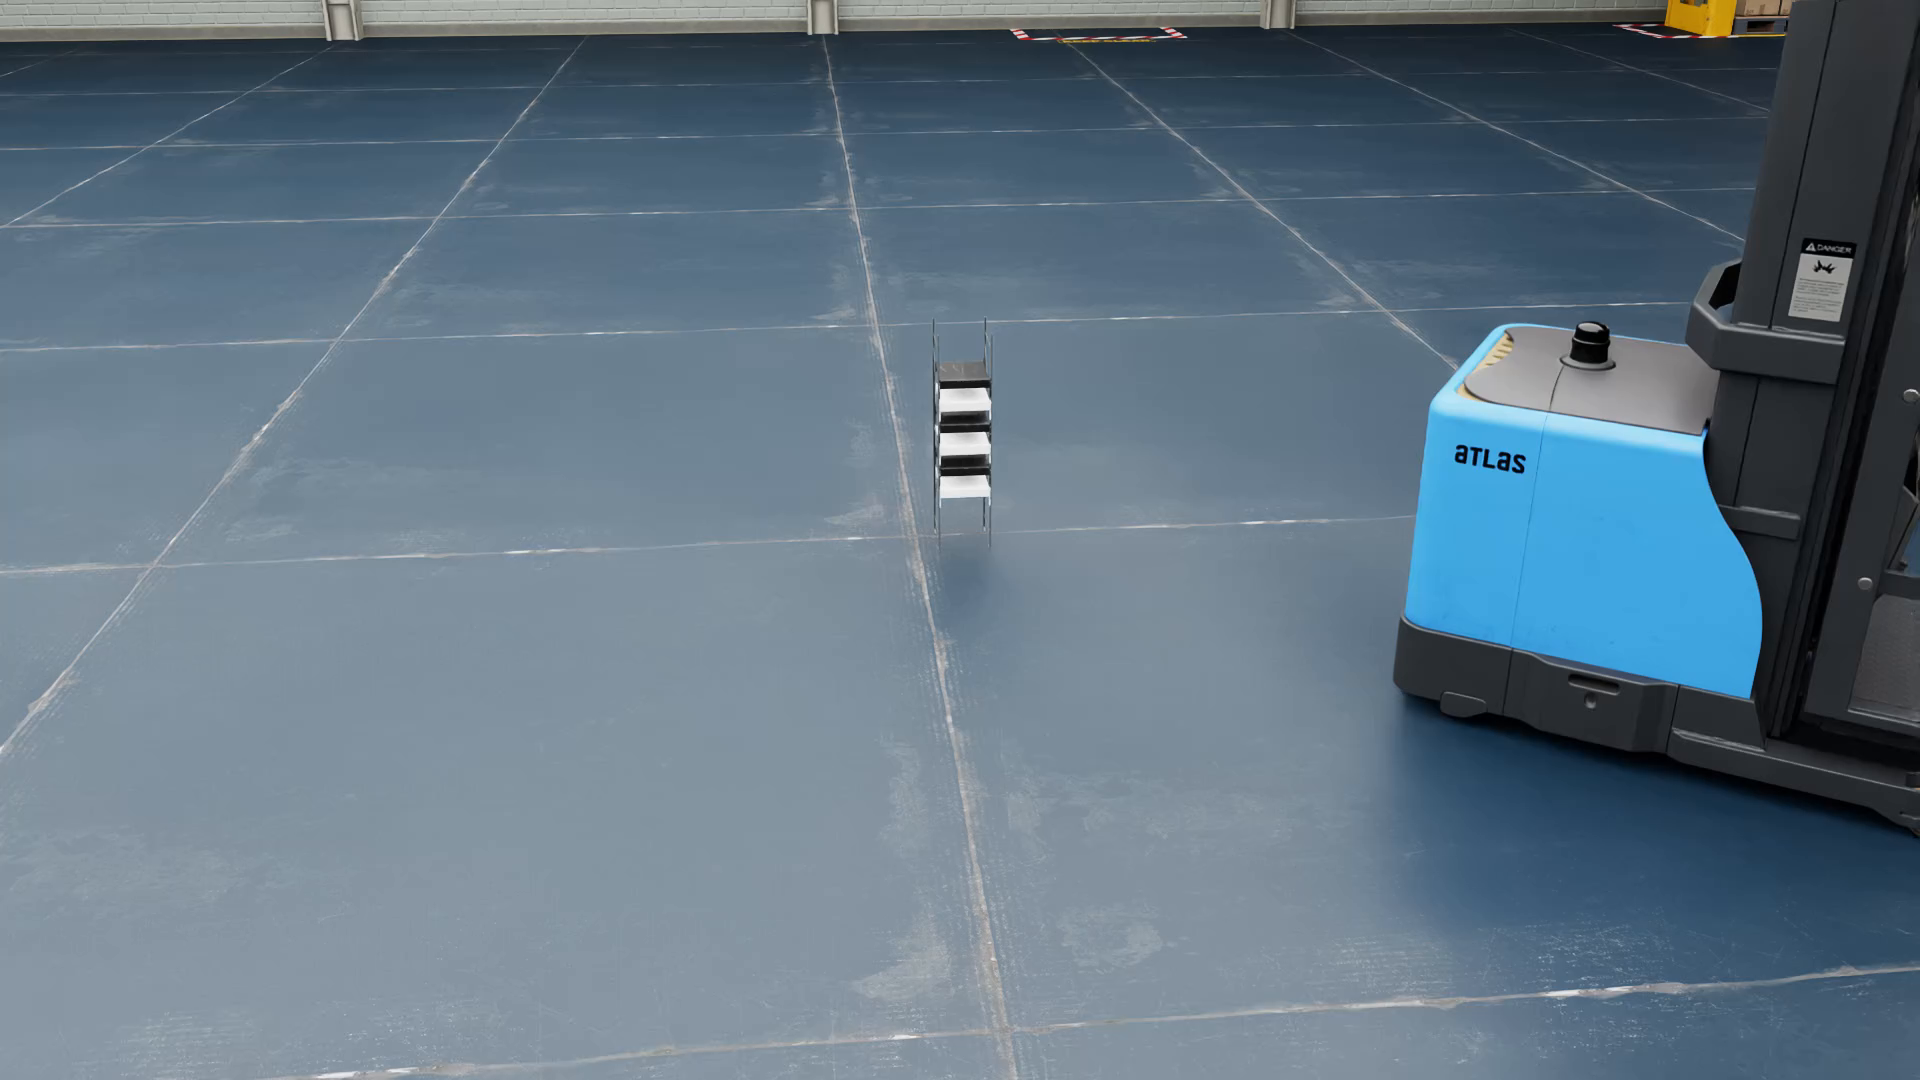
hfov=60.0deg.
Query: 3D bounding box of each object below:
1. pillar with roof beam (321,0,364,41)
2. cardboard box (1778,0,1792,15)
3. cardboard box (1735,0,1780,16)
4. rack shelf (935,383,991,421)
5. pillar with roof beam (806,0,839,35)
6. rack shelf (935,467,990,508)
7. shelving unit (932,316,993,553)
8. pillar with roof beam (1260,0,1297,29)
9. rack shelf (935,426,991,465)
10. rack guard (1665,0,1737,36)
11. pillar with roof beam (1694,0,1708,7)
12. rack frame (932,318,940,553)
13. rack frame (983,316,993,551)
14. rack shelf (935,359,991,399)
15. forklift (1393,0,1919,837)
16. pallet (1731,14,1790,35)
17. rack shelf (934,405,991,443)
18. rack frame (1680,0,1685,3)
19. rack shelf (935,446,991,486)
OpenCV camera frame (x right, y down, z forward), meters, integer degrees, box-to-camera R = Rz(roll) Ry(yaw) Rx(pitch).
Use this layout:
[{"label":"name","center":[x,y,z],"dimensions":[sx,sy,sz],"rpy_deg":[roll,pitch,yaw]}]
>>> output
[{"label":"pillar with roof beam","center":[-7.320,-8.691,15.224],"dimensions":[0.400,9.000,9.100],"rpy_deg":[-2,24,-5]},{"label":"cardboard box","center":[10.823,-7.017,21.613],"dimensions":[0.500,0.311,0.500],"rpy_deg":[0,24,-1]},{"label":"cardboard box","center":[10.256,-6.994,21.562],"dimensions":[0.500,0.311,0.500],"rpy_deg":[-5,24,-11]},{"label":"rack shelf","center":[0.008,-0.546,6.508],"dimensions":[0.200,0.077,0.258],"rpy_deg":[-2,24,-5]},{"label":"pillar with roof beam","center":[-1.349,-8.930,15.763],"dimensions":[0.400,9.000,9.100],"rpy_deg":[-2,24,-5]},{"label":"rack shelf","center":[0.008,-0.217,6.655],"dimensions":[0.200,0.077,0.258],"rpy_deg":[-2,24,-5]},{"label":"shelving unit","center":[0.008,-0.412,6.568],"dimensions":[0.210,0.900,0.258],"rpy_deg":[-2,24,-5]},{"label":"pillar with roof beam","center":[4.622,-9.170,16.302],"dimensions":[0.400,9.000,9.100],"rpy_deg":[-2,24,-5]},{"label":"rack shelf","center":[0.008,-0.381,6.581],"dimensions":[0.200,0.077,0.258],"rpy_deg":[-2,24,-5]},{"label":"rack guard","center":[9.634,-6.891,21.639],"dimensions":[0.348,0.500,1.175],"rpy_deg":[-2,24,-5]},{"label":"pillar with roof beam","center":[10.593,-9.410,16.841],"dimensions":[0.400,9.000,9.100],"rpy_deg":[-2,24,-5]},{"label":"rack frame","center":[-0.093,-0.407,6.559],"dimensions":[0.006,0.900,0.240],"rpy_deg":[-2,24,-5]},{"label":"rack frame","center":[0.109,-0.416,6.577],"dimensions":[0.006,0.900,0.240],"rpy_deg":[-2,24,-5]},{"label":"rack shelf","center":[0.008,-0.628,6.472],"dimensions":[0.200,0.077,0.258],"rpy_deg":[-2,24,-5]},{"label":"forklift","center":[2.979,-0.676,4.663],"dimensions":[3.031,2.935,1.130],"rpy_deg":[13,27,26]},{"label":"pallet","center":[10.446,-6.778,21.738],"dimensions":[1.213,0.211,1.003],"rpy_deg":[-2,24,-5]},{"label":"rack shelf","center":[0.008,-0.463,6.545],"dimensions":[0.200,0.077,0.258],"rpy_deg":[-2,24,-5]},{"label":"rack frame","center":[9.559,-8.031,21.124],"dimensions":[0.127,3.000,1.000],"rpy_deg":[-2,24,-5]},{"label":"rack shelf","center":[0.008,-0.299,6.618],"dimensions":[0.200,0.077,0.258],"rpy_deg":[-2,24,-5]}]
